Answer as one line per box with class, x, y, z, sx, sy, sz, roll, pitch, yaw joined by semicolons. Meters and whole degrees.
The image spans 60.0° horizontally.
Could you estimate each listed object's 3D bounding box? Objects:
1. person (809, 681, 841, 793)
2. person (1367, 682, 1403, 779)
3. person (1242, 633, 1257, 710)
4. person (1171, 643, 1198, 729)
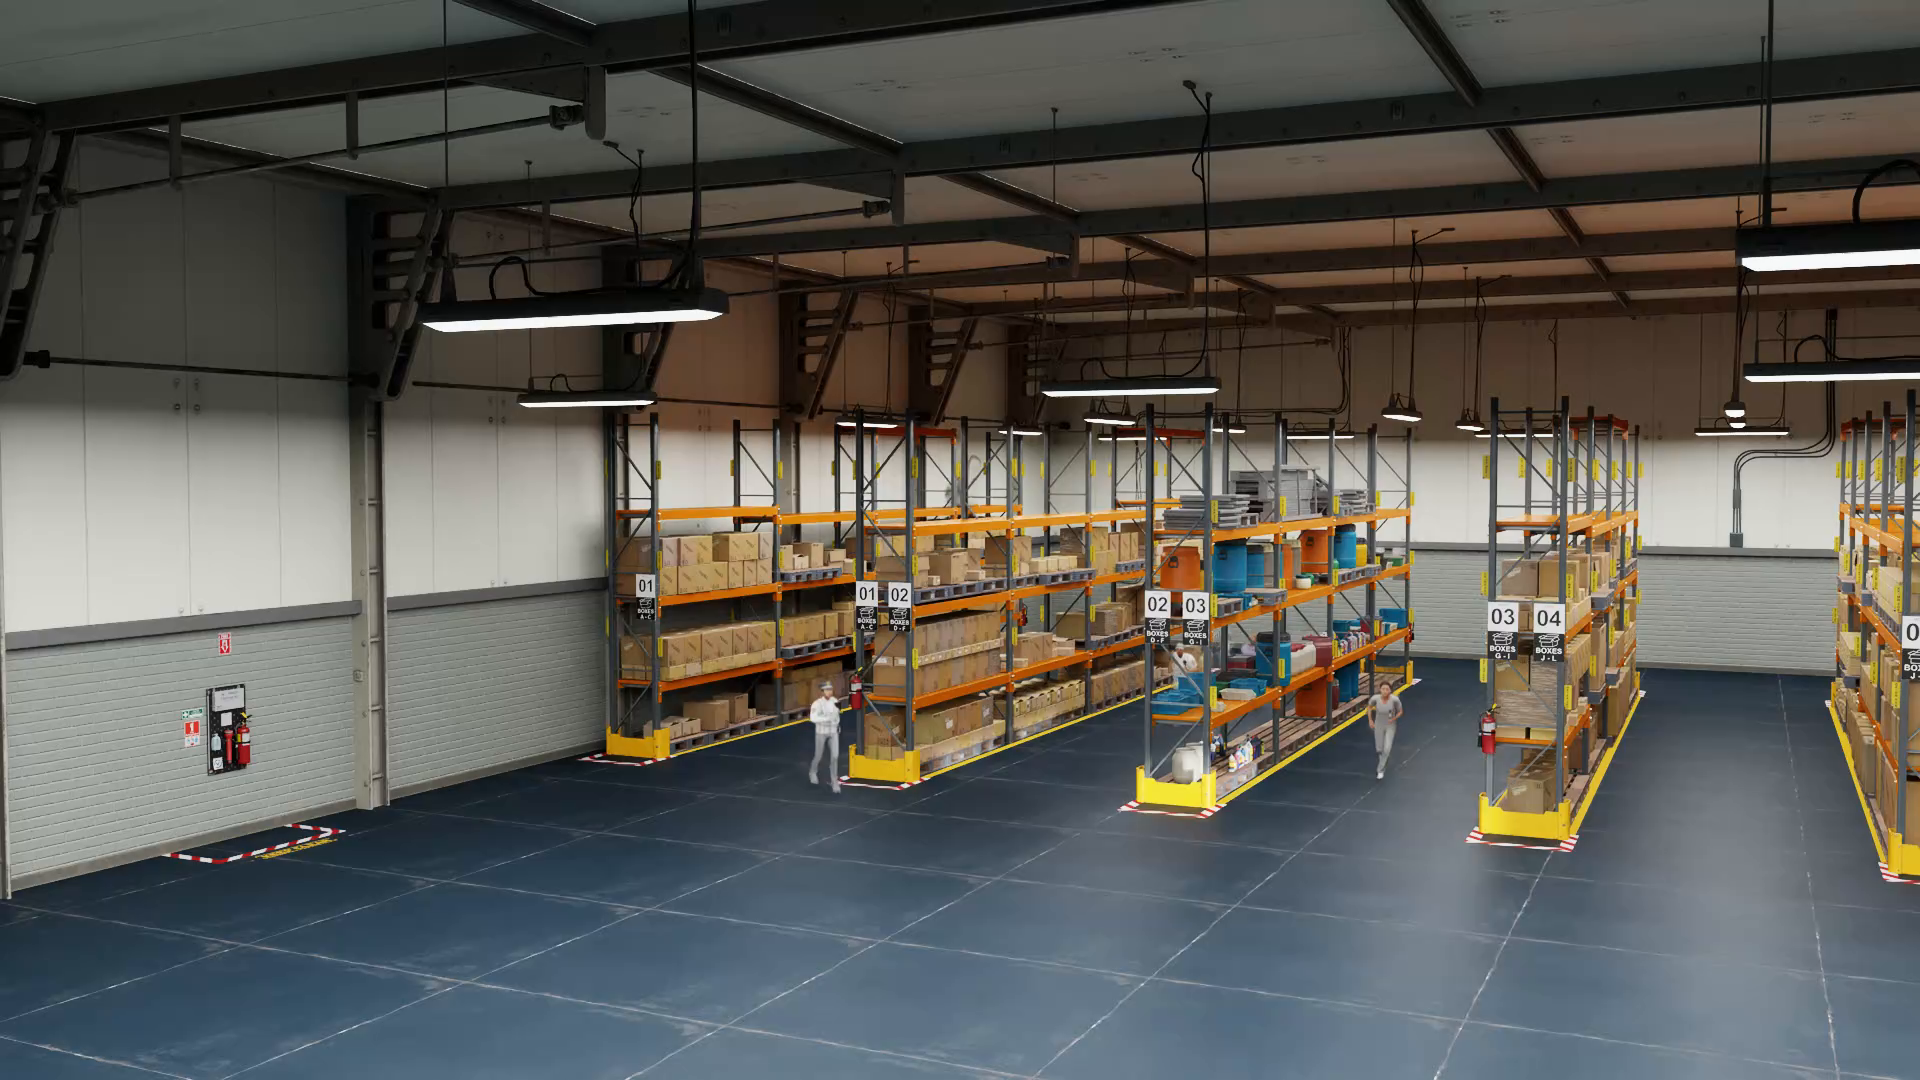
person;-2.103;3.037;25.981;0.598;1.702;0.919;-1;3;-28
person;6.933;3.082;27.147;0.555;1.600;0.710;0;2;12
person;6.026;2.748;34.404;0.580;1.638;0.630;1;3;28
person;4.406;2.828;32.596;0.604;1.680;0.972;1;3;22
